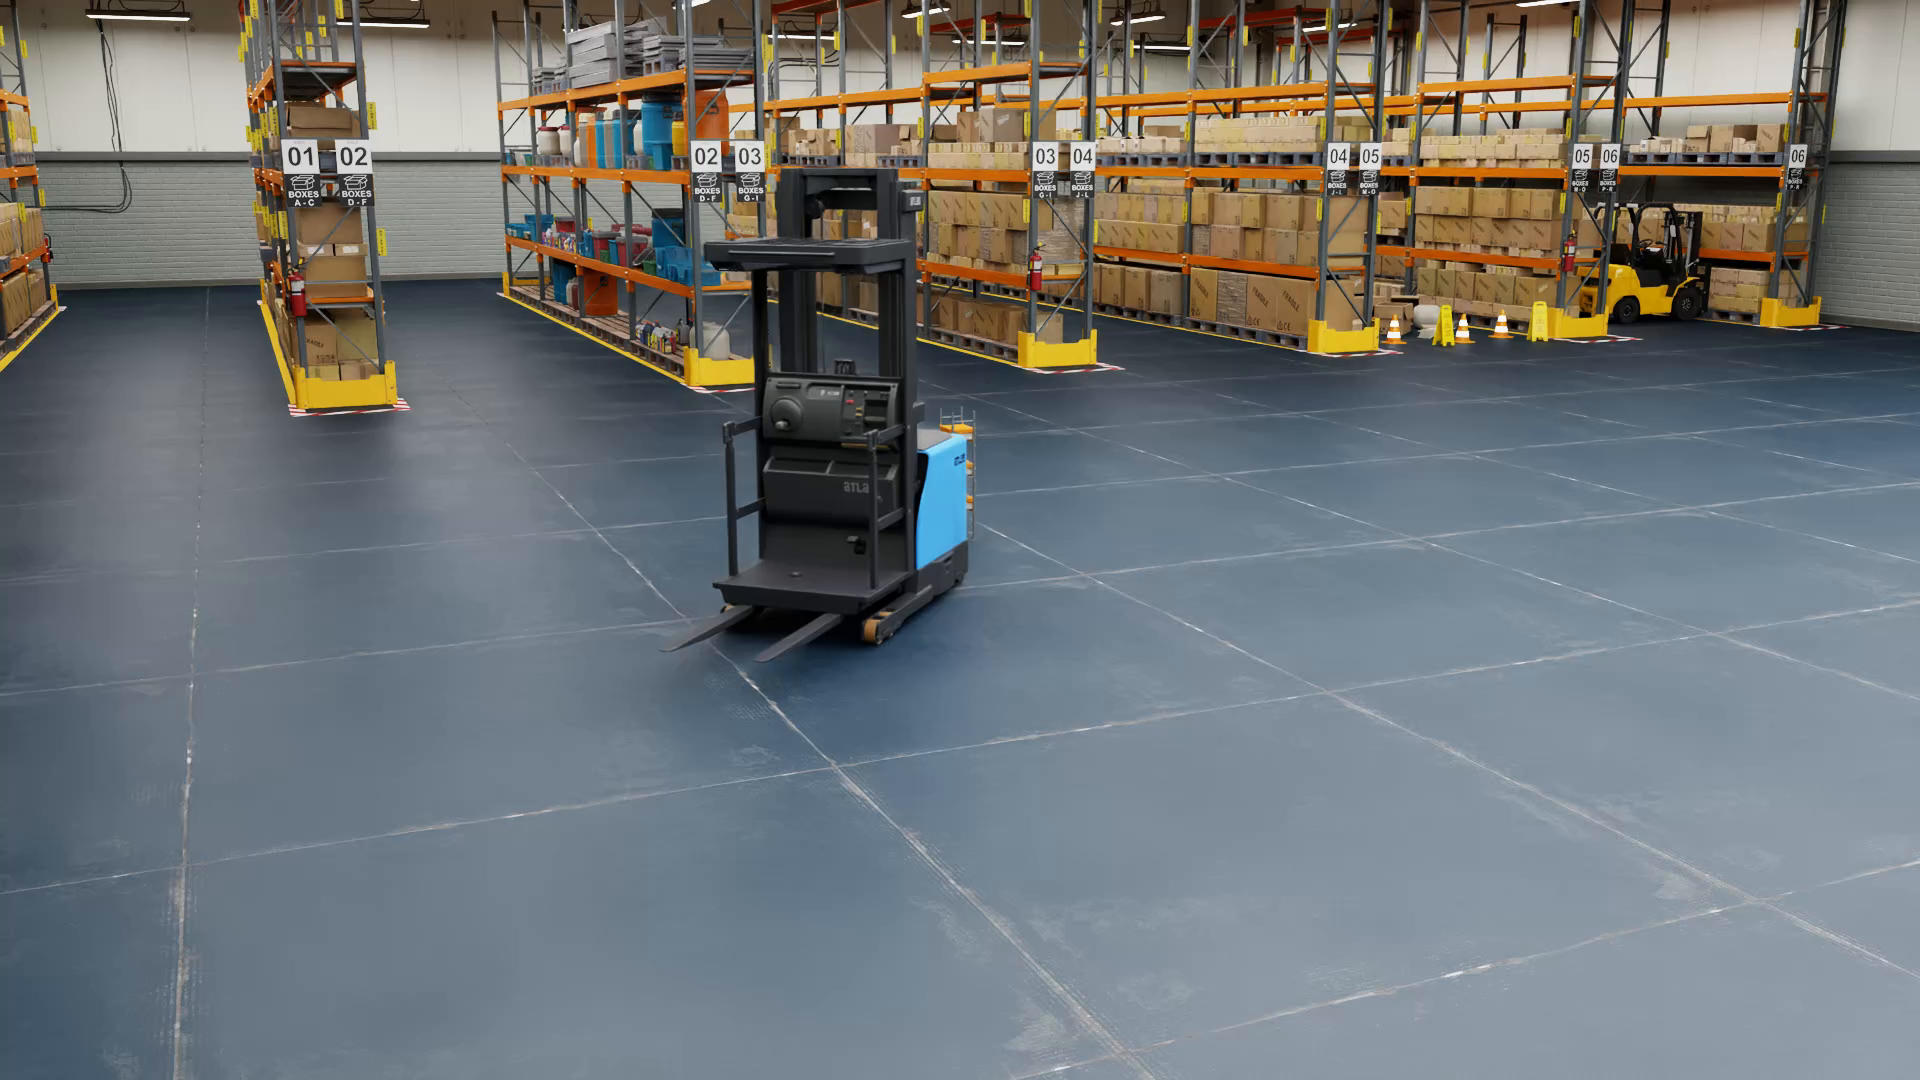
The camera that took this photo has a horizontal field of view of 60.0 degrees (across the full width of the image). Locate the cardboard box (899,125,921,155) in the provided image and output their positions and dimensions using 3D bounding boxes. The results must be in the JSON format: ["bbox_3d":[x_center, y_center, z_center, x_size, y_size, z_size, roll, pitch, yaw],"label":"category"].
[{"bbox_3d":[-0.610,-6.883,28.644,0.797,0.503,0.637,-5,14,-21],"label":"cardboard box"}]

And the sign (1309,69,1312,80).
[{"bbox_3d":[9.202,-12.190,43.661,0.100,0.325,0.005,-6,14,-23],"label":"sign"}]

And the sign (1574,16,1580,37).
[{"bbox_3d":[10.031,-8.344,27.041,0.100,0.325,0.005,-6,14,-23],"label":"sign"}]

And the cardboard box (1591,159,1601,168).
[{"bbox_3d":[10.713,-6.371,28.151,0.380,0.149,0.250,-6,14,-23],"label":"cardboard box"}]

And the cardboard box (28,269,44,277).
[{"bbox_3d":[-17.967,-5.160,32.187,0.380,0.149,0.250,-6,14,-24],"label":"cardboard box"}]

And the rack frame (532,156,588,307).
[{"bbox_3d":[-7.877,-6.071,32.950,1.000,3.000,0.127,-6,14,-23],"label":"rack frame"}]

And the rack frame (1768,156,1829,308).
[{"bbox_3d":[15.095,-5.384,29.979,1.000,3.000,0.127,-6,14,-23],"label":"rack frame"}]

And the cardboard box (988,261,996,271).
[{"bbox_3d":[0.649,-4.214,25.483,0.380,0.149,0.250,-6,14,-23],"label":"cardboard box"}]

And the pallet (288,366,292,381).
[{"bbox_3d":[-8.933,-2.445,23.467,1.003,0.211,1.213,-6,14,-23],"label":"pallet"}]

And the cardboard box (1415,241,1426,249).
[{"bbox_3d":[8.778,-5.545,31.231,0.380,0.149,0.250,-6,14,-23],"label":"cardboard box"}]

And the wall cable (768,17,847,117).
[{"bbox_3d":[-4.048,-13.315,43.807,2.277,5.999,0.120,-6,14,-23],"label":"wall cable"}]

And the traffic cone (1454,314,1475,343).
[{"bbox_3d":[8.313,-3.501,27.468,0.336,0.463,0.334,-6,14,-23],"label":"traffic cone"}]

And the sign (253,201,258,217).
[{"bbox_3d":[-14.517,-6.824,34.282,0.100,0.325,0.005,-6,14,-23],"label":"sign"}]

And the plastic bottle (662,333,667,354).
[{"bbox_3d":[-4.271,-2.845,24.060,0.061,0.283,0.133,-5,14,-22],"label":"plastic bottle"}]

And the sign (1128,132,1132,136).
[{"bbox_3d":[3.360,-7.920,32.962,0.100,0.325,0.005,-6,14,-23],"label":"sign"}]

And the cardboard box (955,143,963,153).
[{"bbox_3d":[0.136,-6.137,26.030,0.380,0.149,0.250,-6,14,-24],"label":"cardboard box"}]

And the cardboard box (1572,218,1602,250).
[{"bbox_3d":[10.612,-5.251,28.525,0.500,0.500,0.500,-6,14,-24],"label":"cardboard box"}]

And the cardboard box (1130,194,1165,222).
[{"bbox_3d":[3.635,-6.246,31.265,0.700,0.500,0.500,-6,14,-24],"label":"cardboard box"}]

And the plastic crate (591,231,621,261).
[{"bbox_3d":[-5.908,-4.915,27.810,0.402,0.464,0.583,-6,14,-23],"label":"plastic crate"}]

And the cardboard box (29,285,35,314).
[{"bbox_3d":[-17.160,-4.327,30.026,0.700,0.500,0.500,-5,14,-22],"label":"cardboard box"}]

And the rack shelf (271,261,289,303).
[{"bbox_3d":[-10.014,-4.035,25.746,1.077,0.370,4.000,-6,14,-23],"label":"rack shelf"}]

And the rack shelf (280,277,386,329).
[{"bbox_3d":[-8.412,-3.208,22.175,1.077,0.370,4.000,-6,14,-23],"label":"rack shelf"}]

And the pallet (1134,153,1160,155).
[{"bbox_3d":[4.938,-9.254,40.244,1.003,0.211,1.213,-6,14,-23],"label":"pallet"}]

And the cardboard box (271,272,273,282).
[{"bbox_3d":[-12.046,-4.658,29.749,0.500,0.250,0.500,-6,14,-23],"label":"cardboard box"}]

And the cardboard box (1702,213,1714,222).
[{"bbox_3d":[14.163,-6.058,31.230,0.380,0.149,0.250,-6,14,-23],"label":"cardboard box"}]

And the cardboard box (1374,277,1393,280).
[{"bbox_3d":[8.162,-5.085,33.586,0.950,0.372,0.625,-5,14,-21],"label":"cardboard box"}]

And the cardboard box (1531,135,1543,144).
[{"bbox_3d":[9.955,-6.813,28.291,0.380,0.149,0.250,-6,14,-24],"label":"cardboard box"}]

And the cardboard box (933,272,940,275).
[{"bbox_3d":[-0.440,-6.451,39.981,0.380,0.149,0.250,-5,14,-22],"label":"cardboard box"}]

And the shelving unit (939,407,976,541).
[{"bbox_3d":[-0.021,-0.523,13.299,0.215,1.050,0.252,-6,14,-23],"label":"shelving unit"}]

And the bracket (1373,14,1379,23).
[{"bbox_3d":[10.343,-12.818,40.814,0.235,0.232,0.430,-6,14,-23],"label":"bracket"}]

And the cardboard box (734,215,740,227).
[{"bbox_3d":[-4.782,-7.187,37.442,0.500,0.250,0.500,-6,14,-24],"label":"cardboard box"}]

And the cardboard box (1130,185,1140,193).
[{"bbox_3d":[4.497,-8.439,40.743,0.500,0.500,0.500,-6,14,-23],"label":"cardboard box"}]

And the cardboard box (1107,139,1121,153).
[{"bbox_3d":[3.137,-7.488,31.599,0.500,0.250,0.500,-5,14,-21],"label":"cardboard box"}]

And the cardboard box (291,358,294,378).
[{"bbox_3d":[-8.307,-2.197,21.376,0.500,0.250,0.500,-6,14,-23],"label":"cardboard box"}]

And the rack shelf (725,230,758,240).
[{"bbox_3d":[-4.140,-6.581,36.750,1.077,0.370,4.000,-6,14,-23],"label":"rack shelf"}]

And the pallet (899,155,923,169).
[{"bbox_3d":[-0.284,-6.373,28.017,1.213,0.211,1.003,-6,14,-23],"label":"pallet"}]

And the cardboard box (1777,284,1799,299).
[{"bbox_3d":[15.097,-4.608,30.686,0.500,0.250,0.500,-5,14,-22],"label":"cardboard box"}]

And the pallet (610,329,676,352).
[{"bbox_3d":[-5.023,-3.219,26.809,1.003,0.211,1.213,-6,14,-23],"label":"pallet"}]

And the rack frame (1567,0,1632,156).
[{"bbox_3d":[10.548,-7.857,27.362,1.000,3.000,0.127,-6,14,-23],"label":"rack frame"}]

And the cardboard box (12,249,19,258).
[{"bbox_3d":[-16.215,-4.863,28.241,0.380,0.149,0.250,-6,14,-23],"label":"cardboard box"}]

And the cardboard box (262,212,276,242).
[{"bbox_3d":[-12.099,-5.624,29.863,0.700,0.500,0.500,-3,13,-14],"label":"cardboard box"}]

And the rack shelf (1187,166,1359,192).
[{"bbox_3d":[5.252,-5.991,27.545,1.077,0.370,4.000,-6,14,-23],"label":"rack shelf"}]

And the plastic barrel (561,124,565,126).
[{"bbox_3d":[-7.326,-7.659,31.808,0.600,0.588,0.600,0,13,0],"label":"plastic barrel"}]

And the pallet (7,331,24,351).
[{"bbox_3d":[-15.599,-3.161,26.561,1.003,0.211,1.213,-6,14,-23],"label":"pallet"}]

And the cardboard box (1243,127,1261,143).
[{"bbox_3d":[5.000,-6.640,27.276,0.500,0.250,0.500,-5,14,-22],"label":"cardboard box"}]

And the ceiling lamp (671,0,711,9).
[{"bbox_3d":[-4.978,-11.918,31.963,0.800,3.185,2.000,-6,14,-23],"label":"ceiling lamp"}]

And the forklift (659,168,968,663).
[{"bbox_3d":[-0.915,-0.868,10.619,1.130,2.935,3.031,5,14,19],"label":"forklift"}]

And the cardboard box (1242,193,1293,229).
[{"bbox_3d":[5.204,-5.477,27.655,0.875,0.550,0.500,-6,14,-23],"label":"cardboard box"}]
